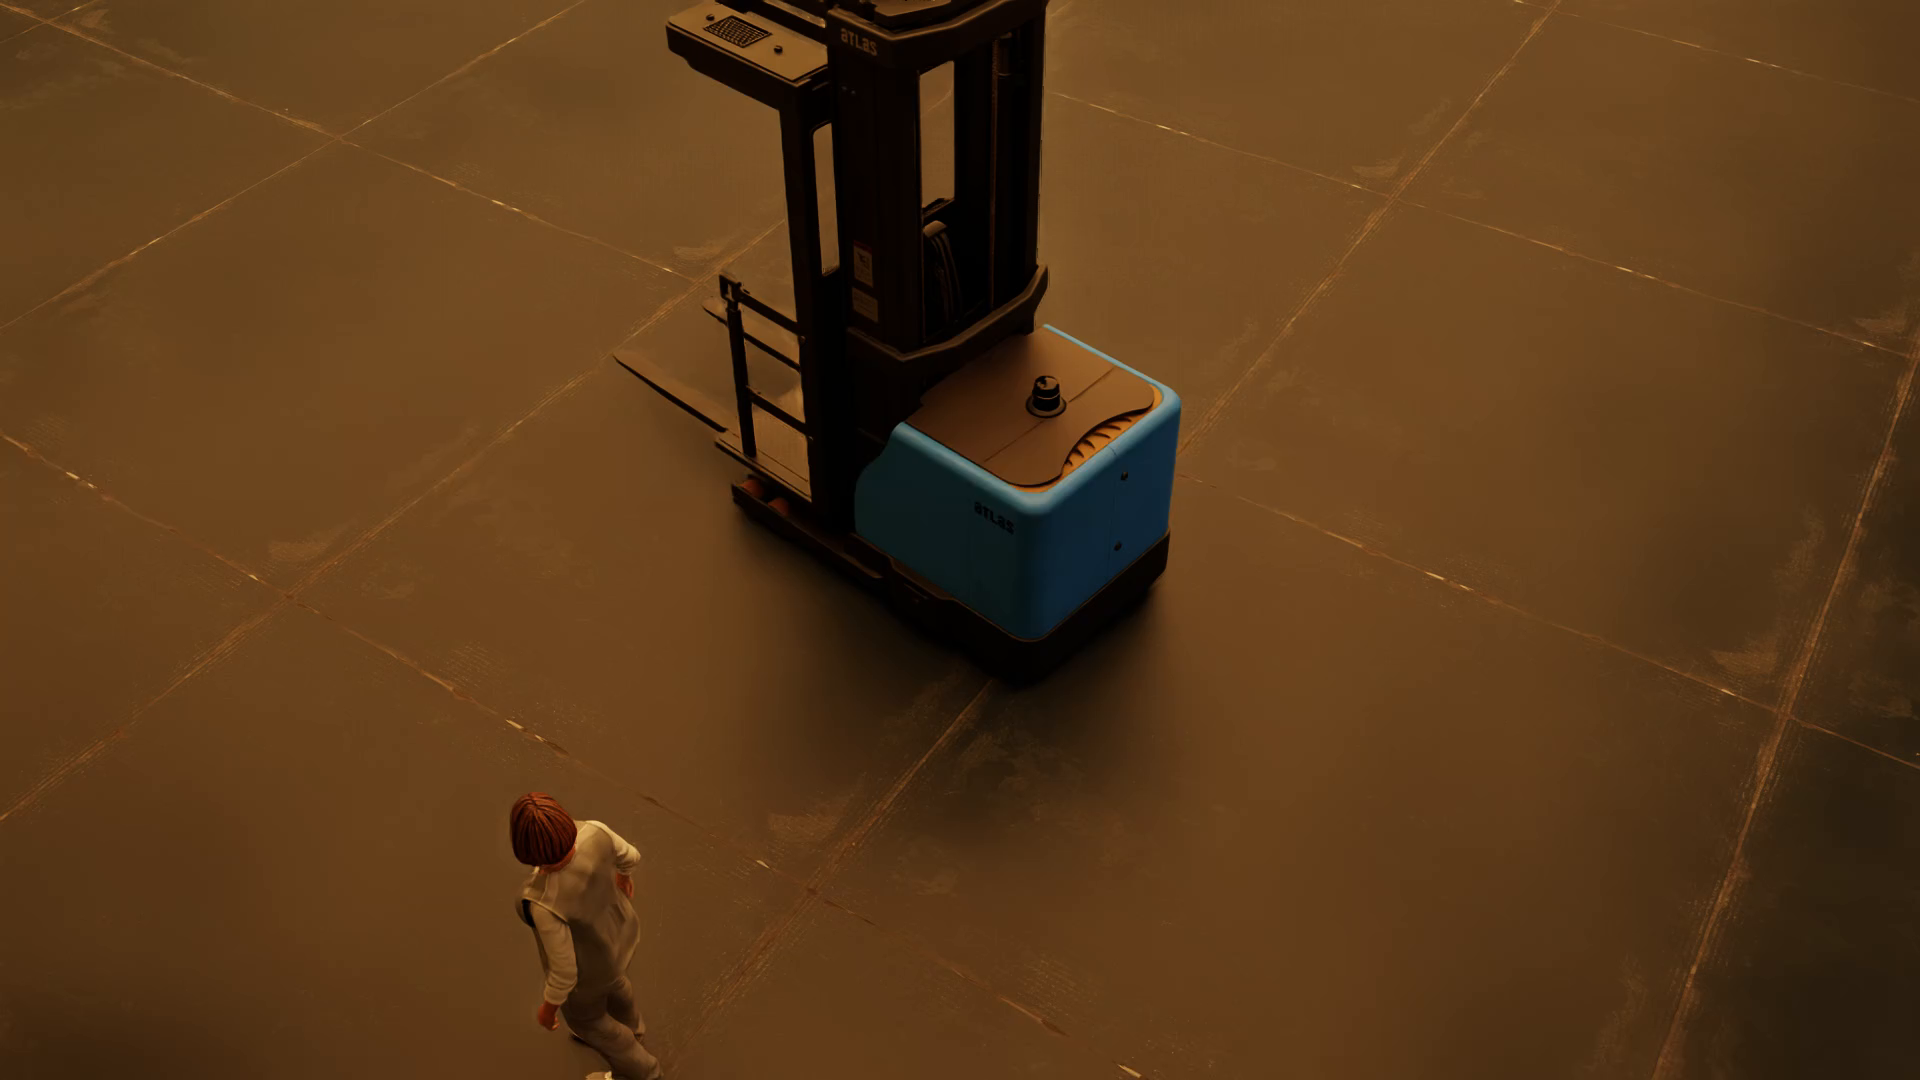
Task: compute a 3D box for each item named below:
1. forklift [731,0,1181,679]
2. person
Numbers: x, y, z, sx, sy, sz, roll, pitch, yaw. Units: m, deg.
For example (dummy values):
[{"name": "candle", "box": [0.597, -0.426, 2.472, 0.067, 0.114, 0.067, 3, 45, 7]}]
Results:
[{"name": "forklift", "box": [-0.468, -1.342, 7.264, 3.031, 2.935, 1.130, 32, 52, 29]}, {"name": "person", "box": [-1.261, 1.421, 5.498, 0.394, 1.355, 0.536, 10, 44, 10]}]
